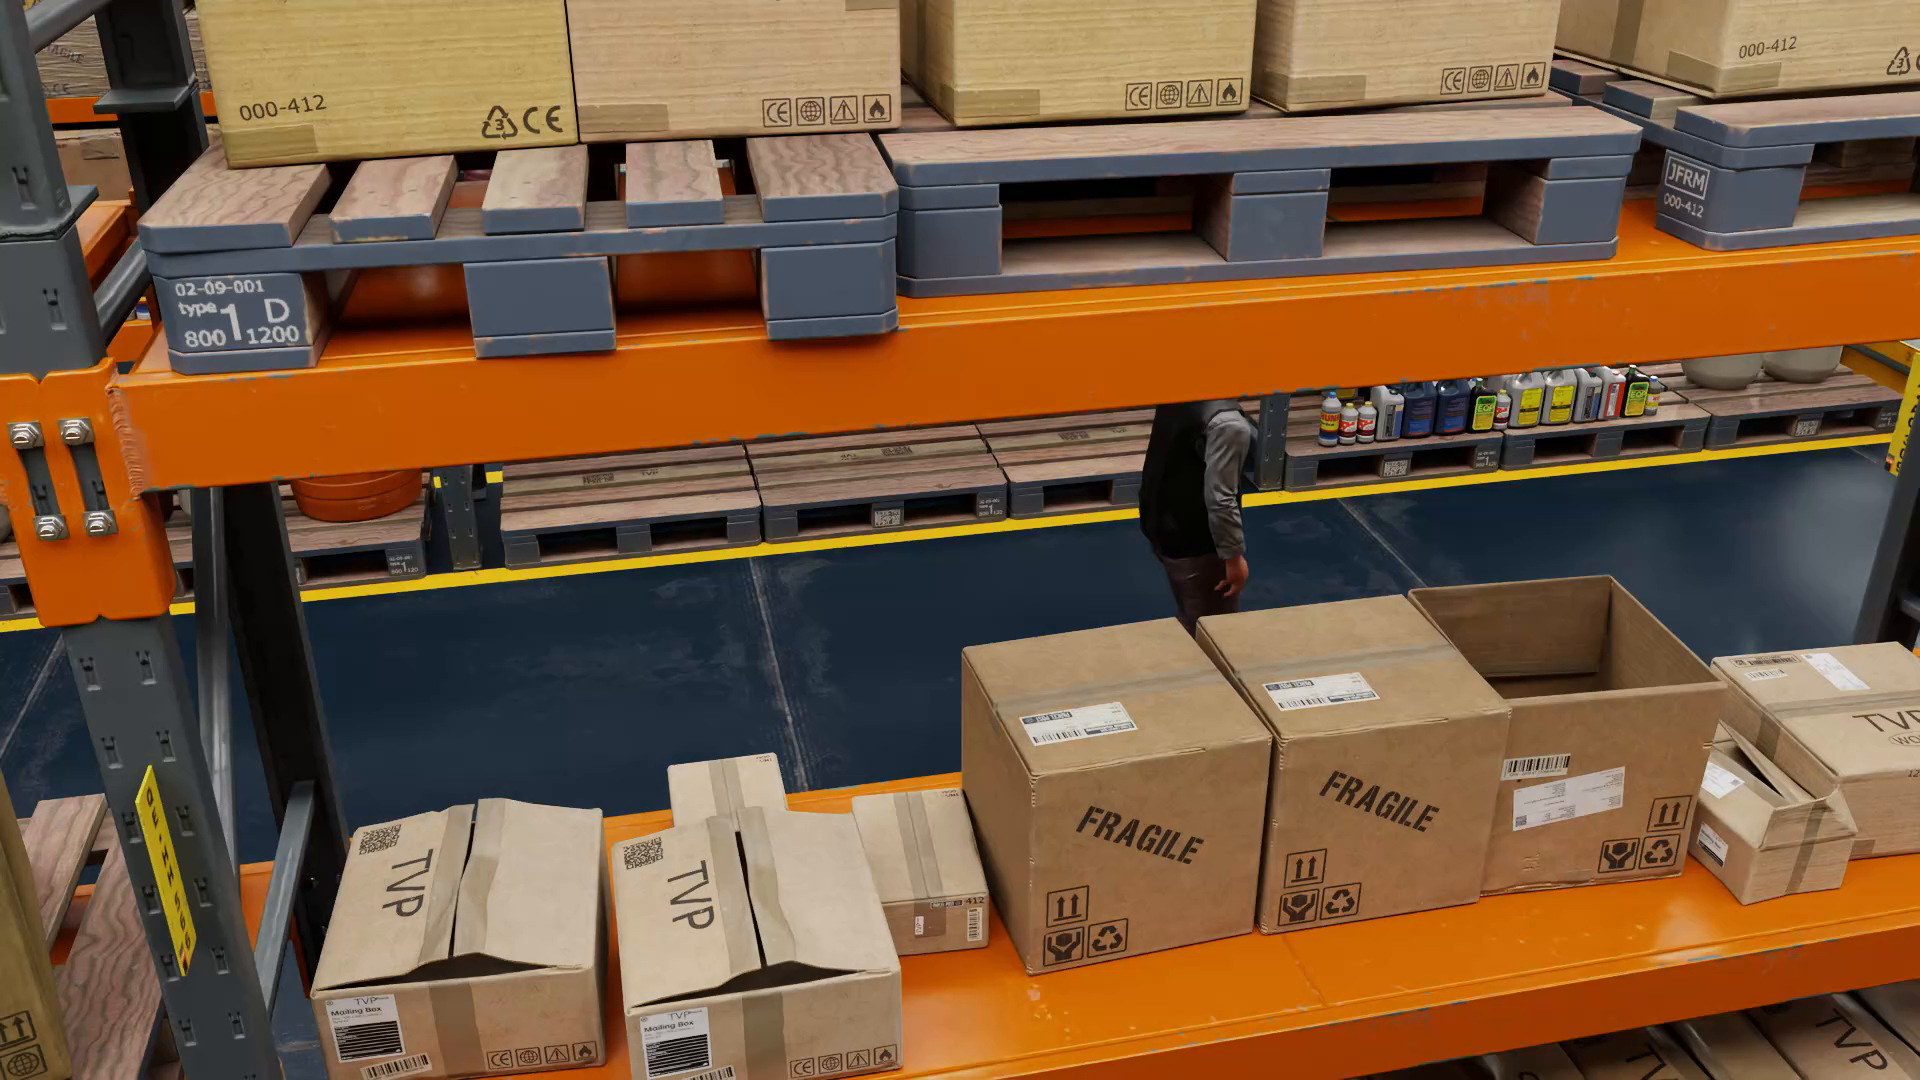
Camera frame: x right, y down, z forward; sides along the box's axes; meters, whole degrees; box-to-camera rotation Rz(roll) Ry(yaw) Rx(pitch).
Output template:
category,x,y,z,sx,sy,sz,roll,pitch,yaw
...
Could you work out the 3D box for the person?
category,x,y,z,sx,sy,sz,roll,pitch,yaw
person,0.899,-0.009,6.160,0.461,1.721,0.581,-6,27,-12
